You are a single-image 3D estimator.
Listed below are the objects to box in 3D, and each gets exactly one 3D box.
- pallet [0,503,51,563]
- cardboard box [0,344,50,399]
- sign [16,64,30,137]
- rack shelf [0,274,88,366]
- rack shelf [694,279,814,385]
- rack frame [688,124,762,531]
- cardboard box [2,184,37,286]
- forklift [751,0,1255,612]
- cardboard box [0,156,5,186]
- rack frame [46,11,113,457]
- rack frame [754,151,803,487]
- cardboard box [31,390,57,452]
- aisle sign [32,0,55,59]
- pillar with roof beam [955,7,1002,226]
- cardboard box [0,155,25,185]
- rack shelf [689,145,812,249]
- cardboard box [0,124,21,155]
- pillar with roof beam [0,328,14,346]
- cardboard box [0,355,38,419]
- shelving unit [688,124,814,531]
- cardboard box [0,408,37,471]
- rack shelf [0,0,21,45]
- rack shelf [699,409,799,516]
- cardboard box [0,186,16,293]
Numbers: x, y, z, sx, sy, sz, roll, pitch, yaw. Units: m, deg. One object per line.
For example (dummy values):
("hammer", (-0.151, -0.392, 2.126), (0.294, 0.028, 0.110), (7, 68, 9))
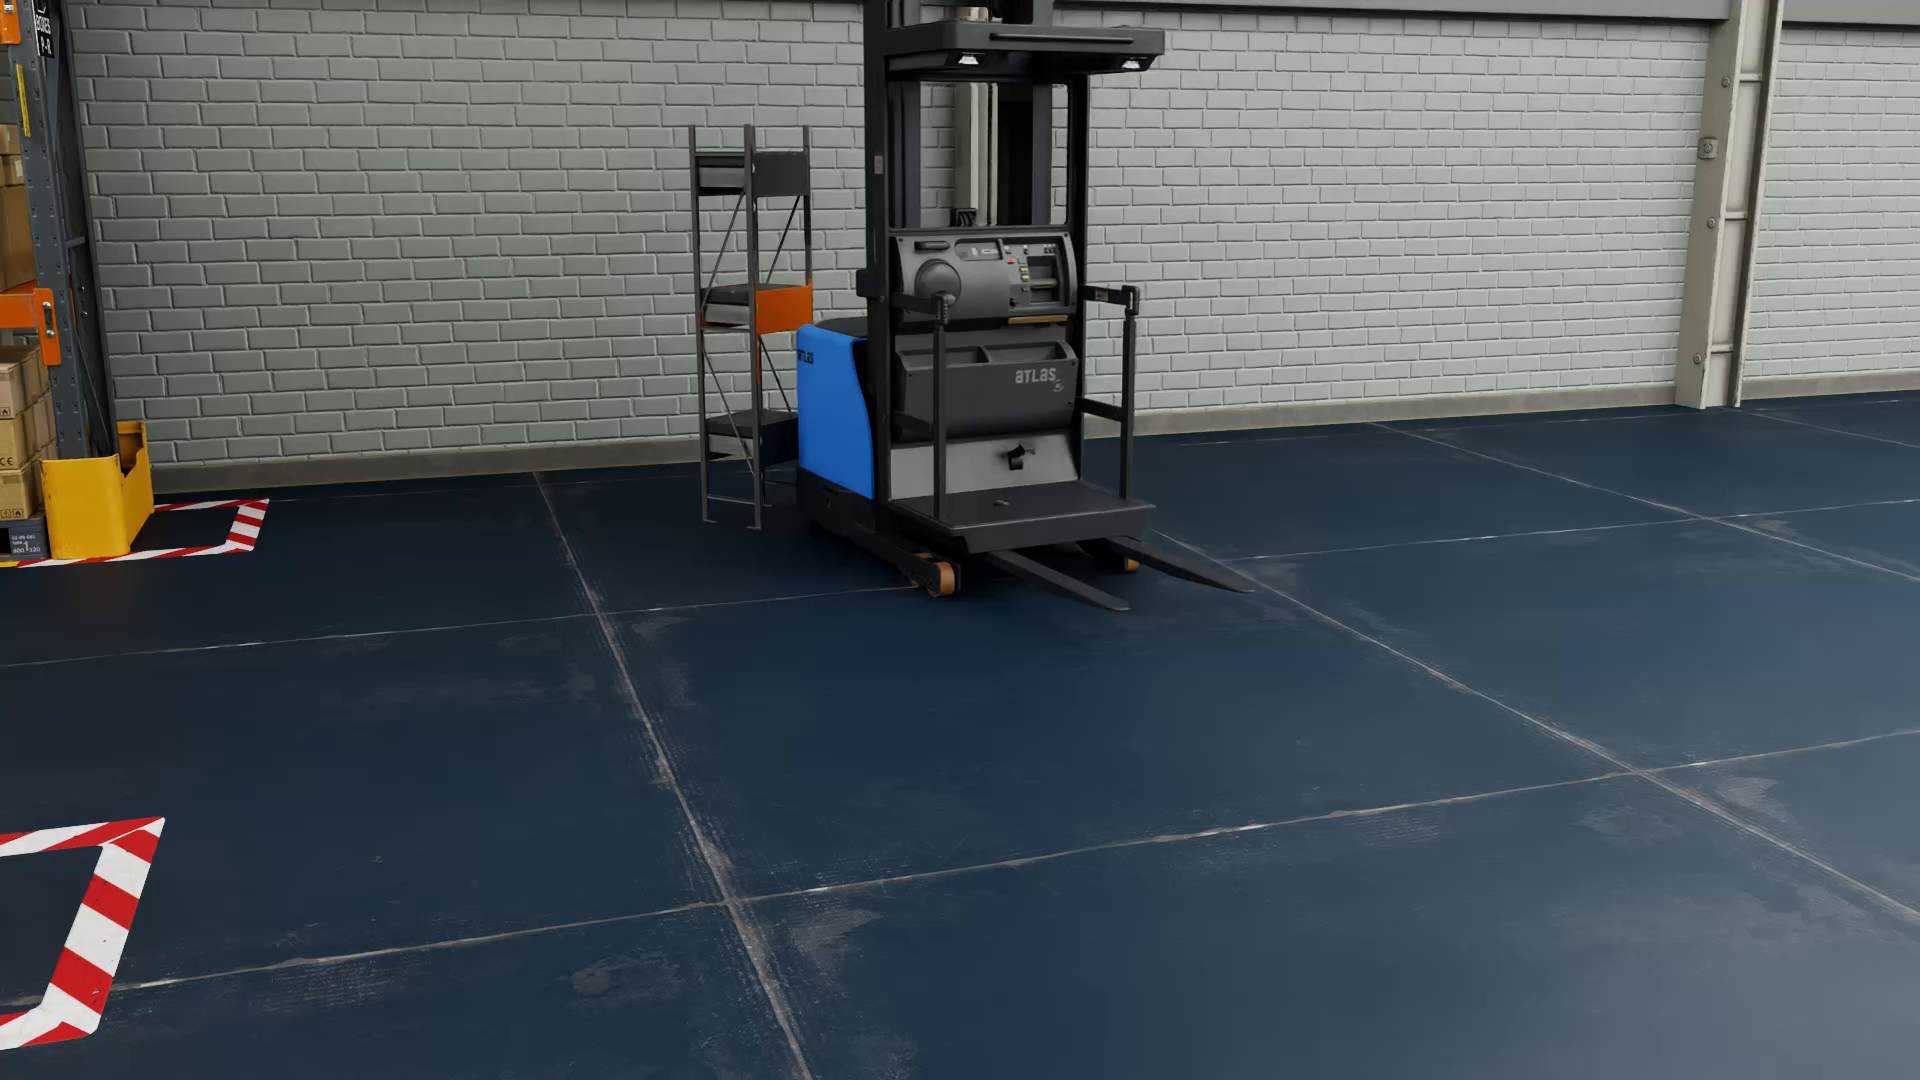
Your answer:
("pallet", (-5.249, -0.072, 8.487), (1.213, 0.211, 1.003), (-4, 14, -18))
("cardboard box", (-5.054, -0.853, 8.620), (0.500, 0.250, 0.500), (-5, 14, -19))
("sign", (-4.378, -2.052, 7.775), (0.005, 0.325, 0.100), (-4, 14, -18))
("rack shelf", (-6.434, -0.996, 7.903), (4.000, 0.370, 1.077), (-4, 14, -18))
("rack shelf", (-1.098, -1.132, 8.925), (0.431, 0.518, 0.480), (8, 16, 31))
("rack frame", (-1.228, -1.098, 8.720), (0.400, 2.100, 0.015), (8, 16, 31))
("cardboard box", (-5.096, -1.567, 8.531), (0.500, 0.500, 0.500), (-4, 14, -16))
("forklift", (0.133, -1.324, 7.876), (1.130, 2.935, 3.457), (-7, 15, -26))
("cardboard box", (-4.777, -1.771, 7.988), (0.250, 0.149, 0.380), (-4, 14, -17))
("rack frame", (-4.537, -1.493, 8.438), (0.053, 2.616, 0.949), (-4, 14, -18))
("rack frame", (-0.970, -1.194, 9.123), (0.380, 1.831, 0.006), (8, 16, 31))
("cardboard box", (-5.050, -0.614, 8.698), (0.500, 0.250, 0.500), (-4, 14, -17))
("aisle sign", (-4.382, -2.699, 7.889), (0.004, 0.787, 0.394), (-4, 14, -18))
("pillar with roof beam", (1.574, -4.057, 6.254), (0.400, 9.000, 9.100), (-4, 14, -18))
("cardboard box", (-4.942, -1.890, 8.488), (0.250, 0.149, 0.380), (-5, 14, -20))
("rack shelf", (-1.098, -1.813, 8.763), (0.431, 0.518, 0.480), (8, 16, 31))
("cardboard box", (-4.924, -2.025, 8.412), (0.250, 0.149, 0.380), (-5, 14, -19))
("pillar with roof beam", (-4.112, -3.614, 4.392), (0.400, 9.000, 9.100), (-4, 14, -18))
("cardboard box", (-4.875, -0.744, 8.164), (0.500, 0.250, 0.500), (-4, 14, -16))
("shelving unit", (-1.100, -1.145, 8.920), (0.431, 2.100, 0.499), (8, 16, 31))
("cardboard box", (-4.900, -0.499, 8.213), (0.500, 0.250, 0.500), (-5, 14, -19))
("rack shelf", (-6.434, -2.455, 7.556), (4.000, 0.370, 1.077), (-4, 14, -18))
("rack shelf", (-1.098, -0.451, 9.087), (0.431, 0.518, 0.480), (8, 16, 31))
("cardboard box", (-4.921, -1.448, 8.034), (0.500, 0.500, 0.500), (-5, 14, -19))
